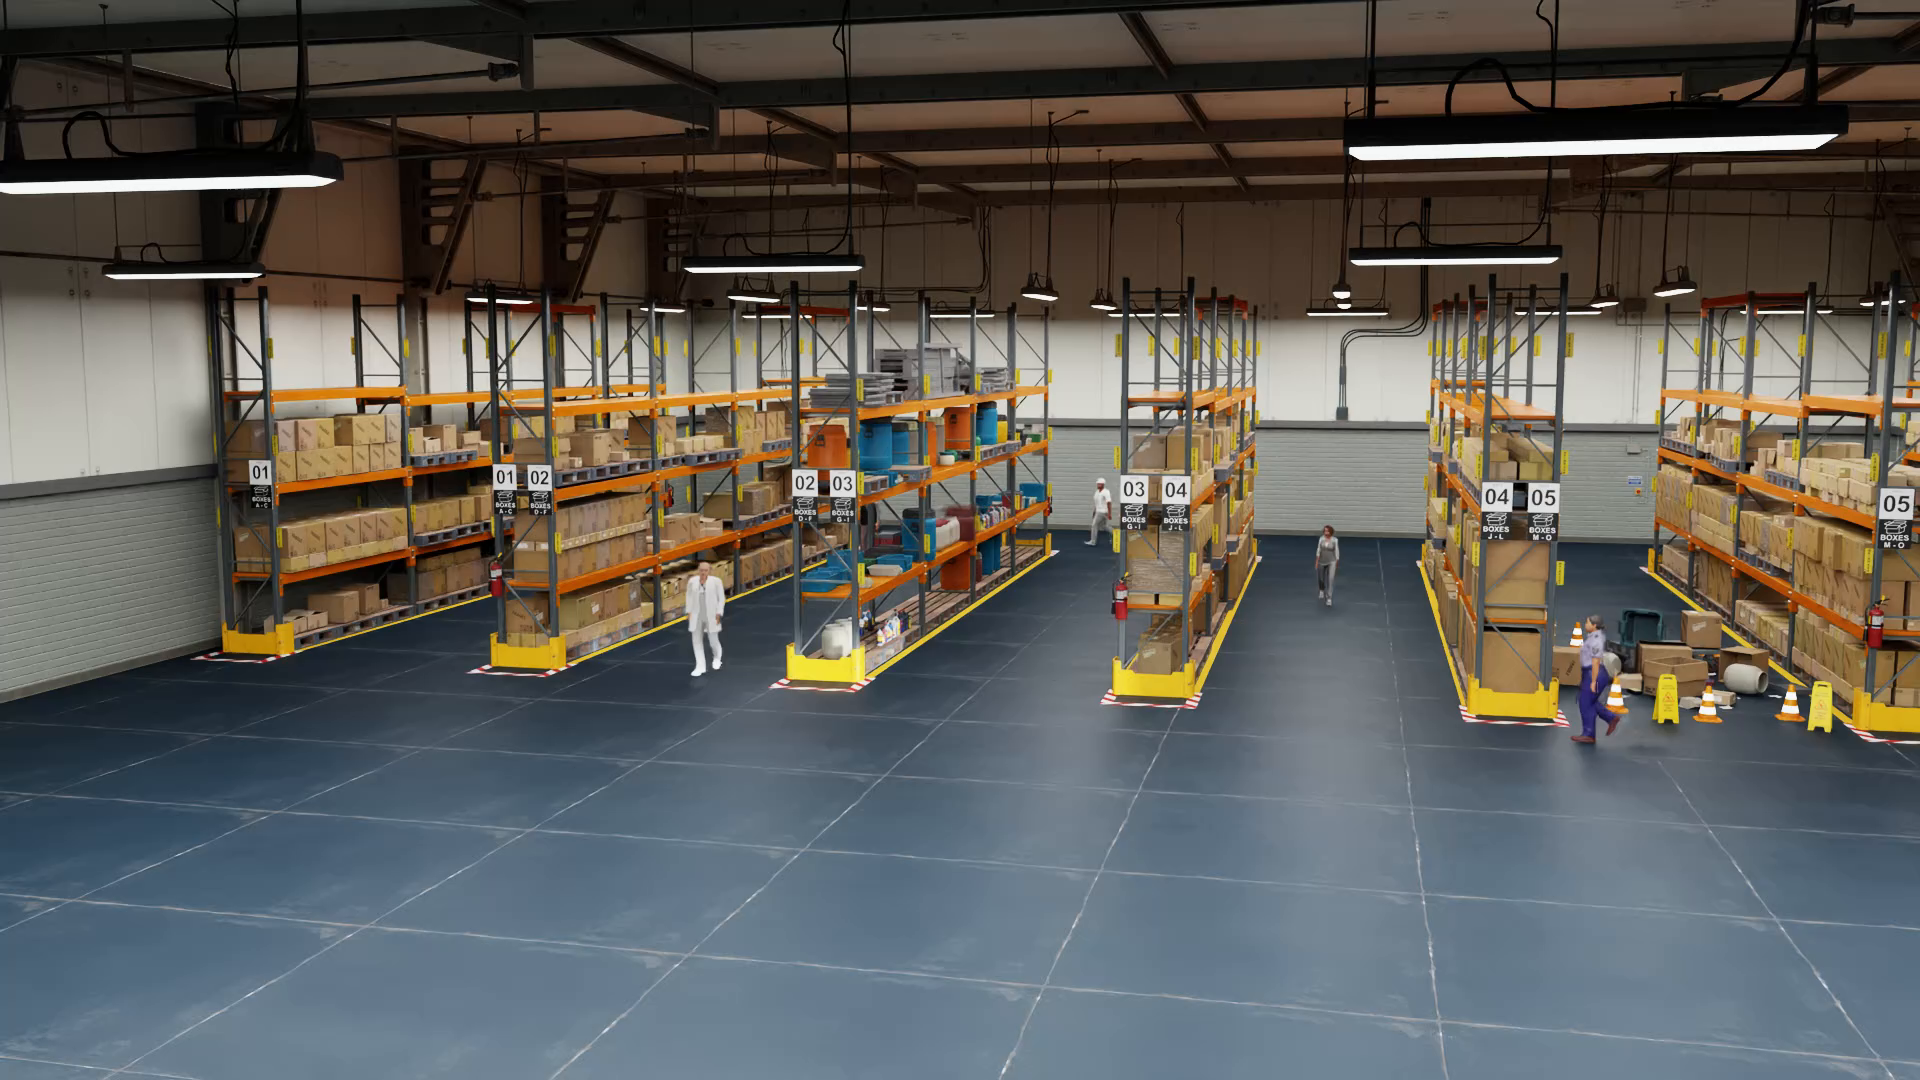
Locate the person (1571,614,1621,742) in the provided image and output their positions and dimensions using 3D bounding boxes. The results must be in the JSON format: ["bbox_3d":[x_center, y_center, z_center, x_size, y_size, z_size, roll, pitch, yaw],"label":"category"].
[{"bbox_3d":[8.113,1.759,21.129,0.612,1.617,0.484,2,7,15],"label":"person"}]

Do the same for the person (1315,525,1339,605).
[{"bbox_3d":[7.223,0.466,32.692,0.462,1.536,0.899,1,7,12],"label":"person"}]

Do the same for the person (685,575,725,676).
[{"bbox_3d":[-3.940,1.297,25.790,0.636,1.538,0.681,0,7,1],"label":"person"}]

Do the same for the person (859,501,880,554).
[{"bbox_3d":[-2.165,-0.398,39.480,0.590,1.612,0.904,1,7,10],"label":"person"}]

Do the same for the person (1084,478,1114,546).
[{"bbox_3d":[3.633,-0.722,42.340,1.019,1.728,0.537,-1,7,-10],"label":"person"}]
